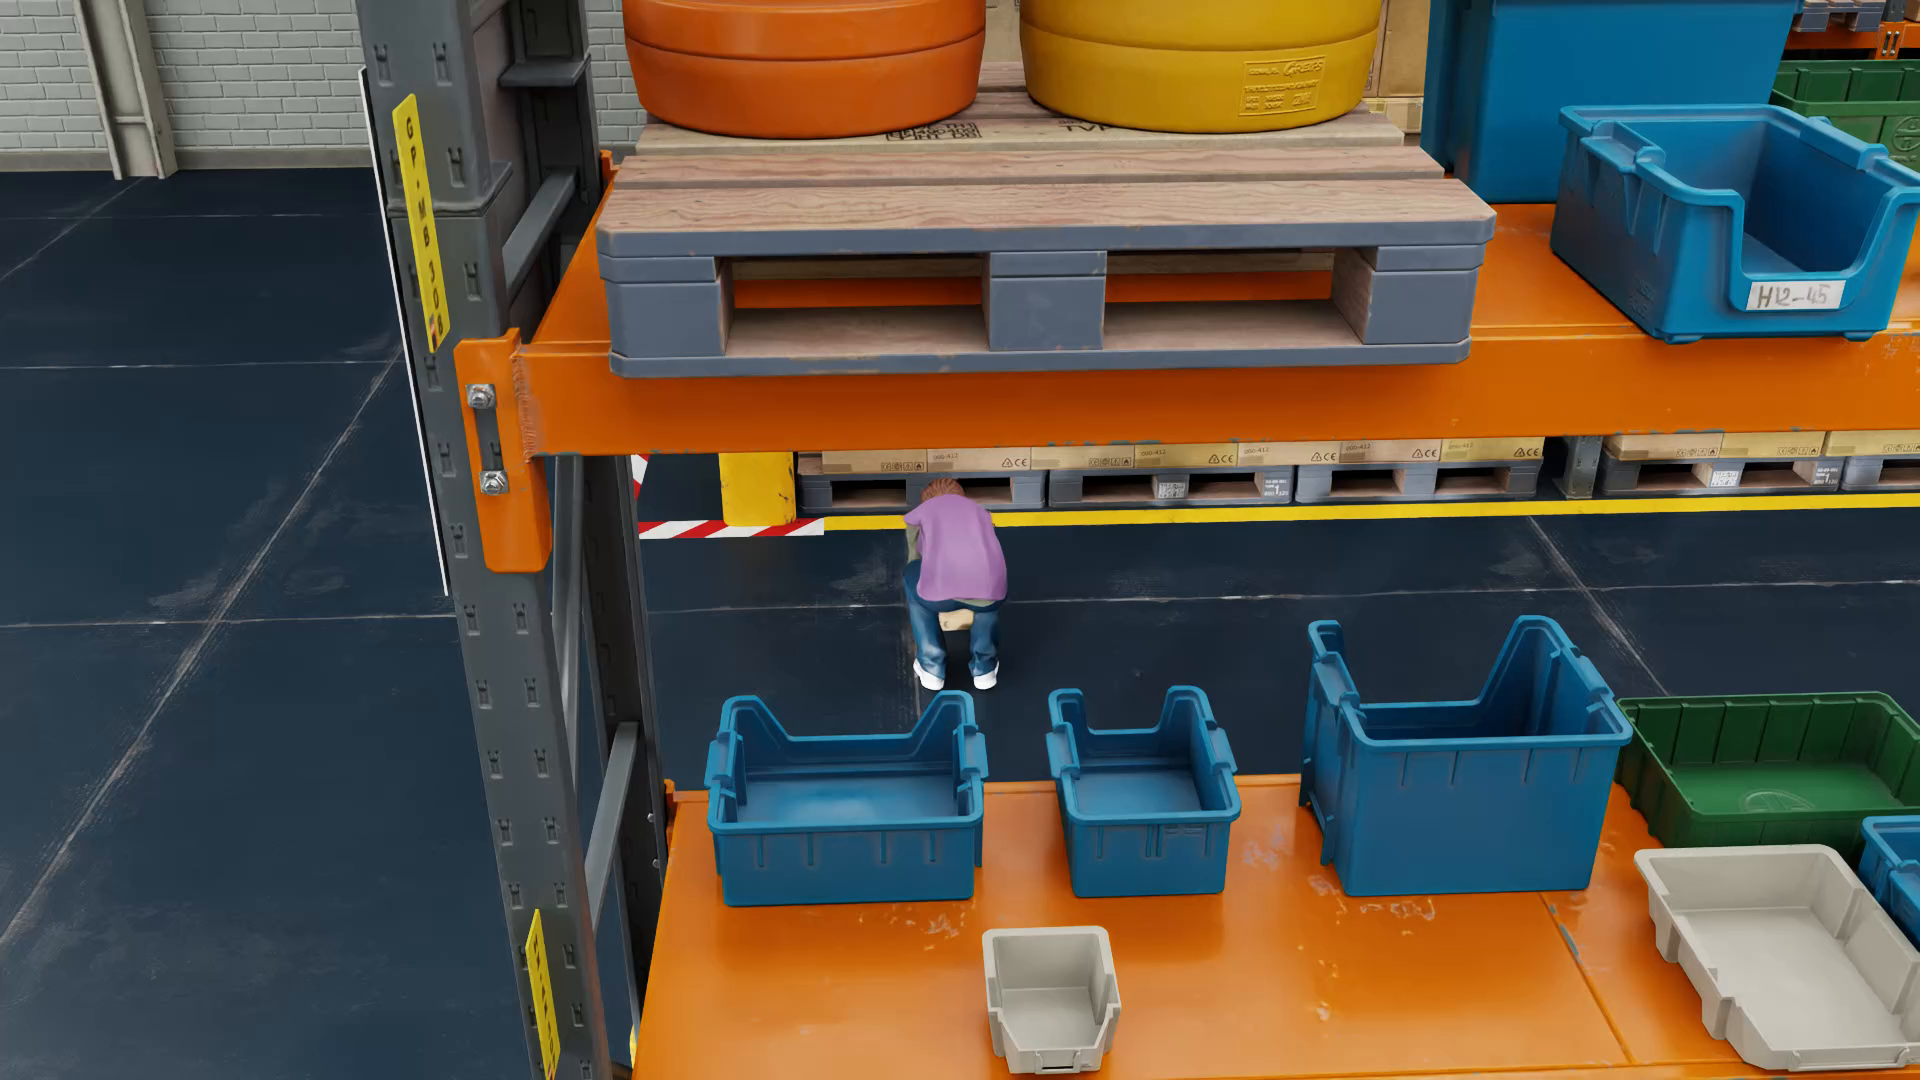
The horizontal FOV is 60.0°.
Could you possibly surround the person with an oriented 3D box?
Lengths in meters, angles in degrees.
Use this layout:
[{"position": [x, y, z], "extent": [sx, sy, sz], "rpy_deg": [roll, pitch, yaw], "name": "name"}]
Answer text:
[{"position": [-0.023, 0.182, 6.760], "extent": [0.422, 0.737, 0.873], "rpy_deg": [-2, 28, -4], "name": "person"}]
